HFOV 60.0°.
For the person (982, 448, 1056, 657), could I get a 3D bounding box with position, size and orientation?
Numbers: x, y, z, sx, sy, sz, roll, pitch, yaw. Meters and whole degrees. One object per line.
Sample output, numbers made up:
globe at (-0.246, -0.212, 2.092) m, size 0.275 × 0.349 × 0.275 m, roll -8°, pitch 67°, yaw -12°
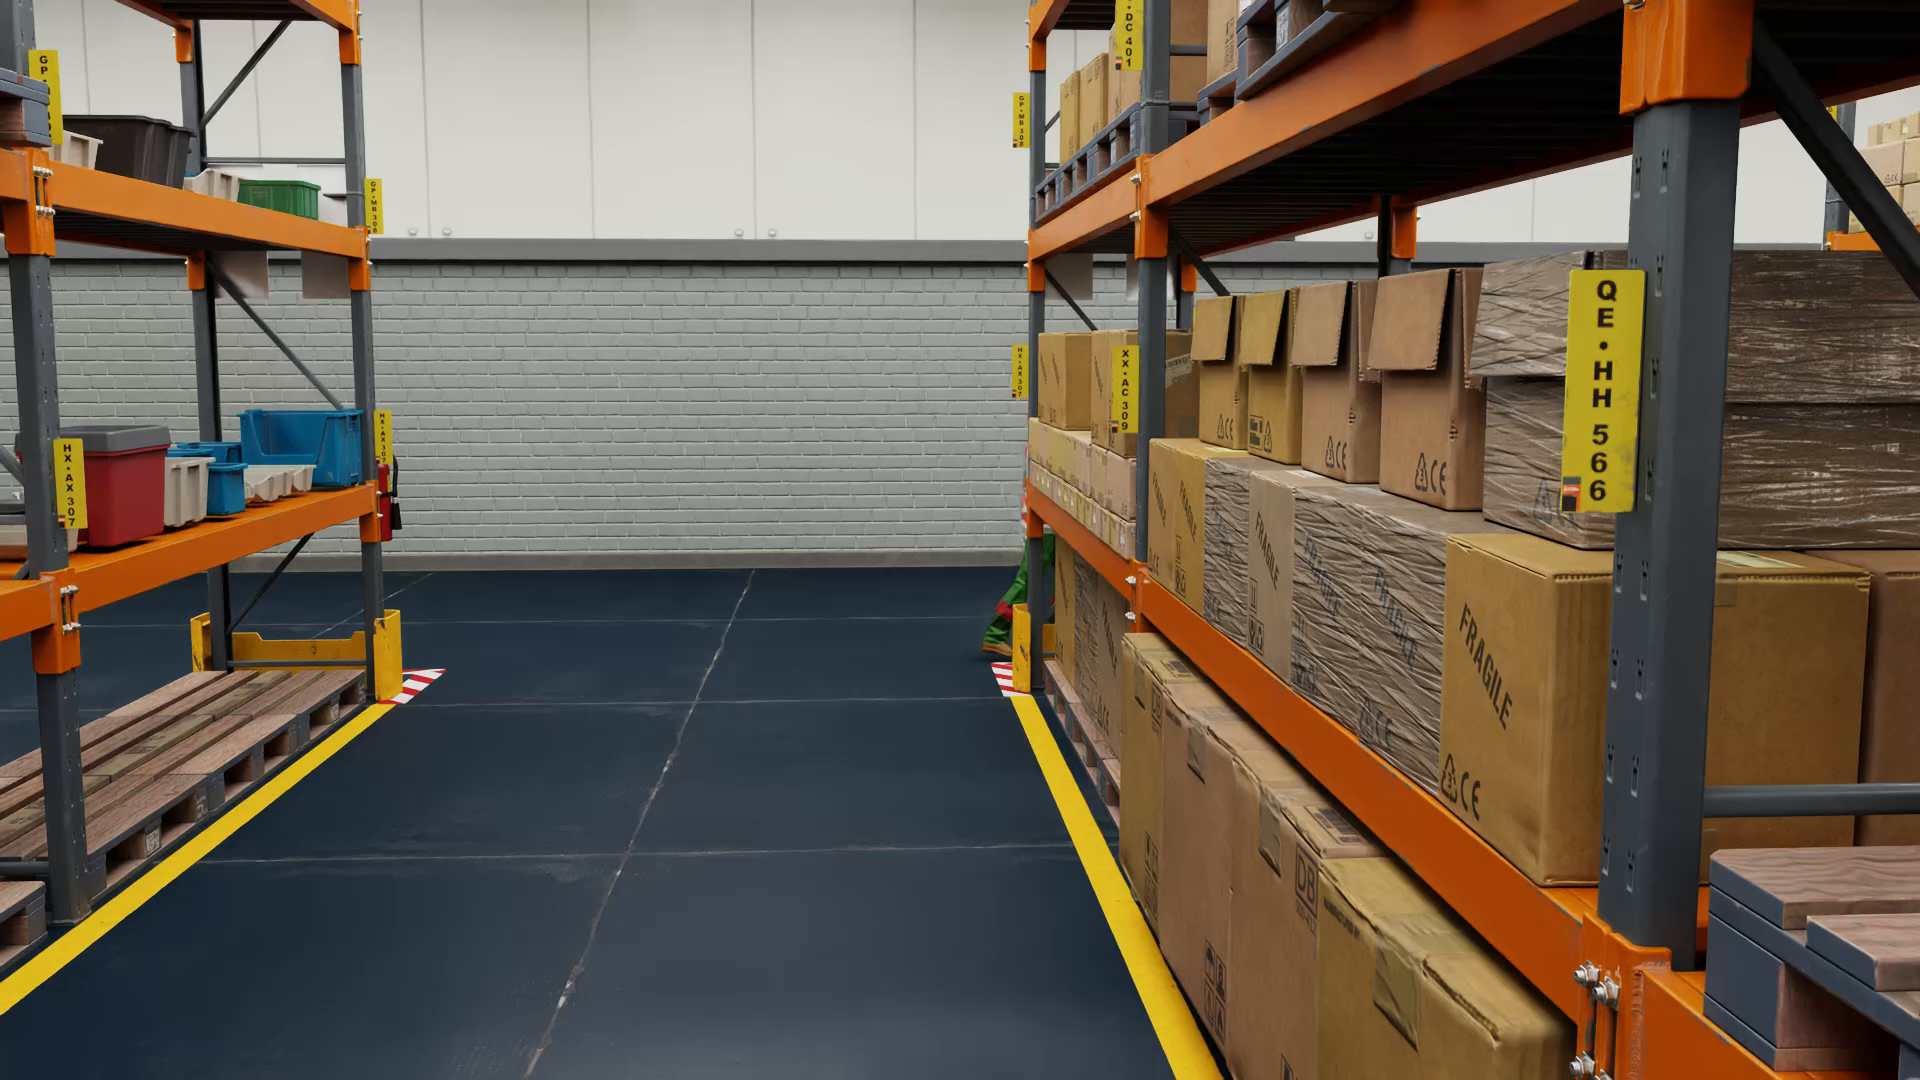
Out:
person at (0.544, -0.079, 11.453) m, size 0.836 × 1.728 × 0.618 m, roll -1°, pitch 7°, yaw -7°
